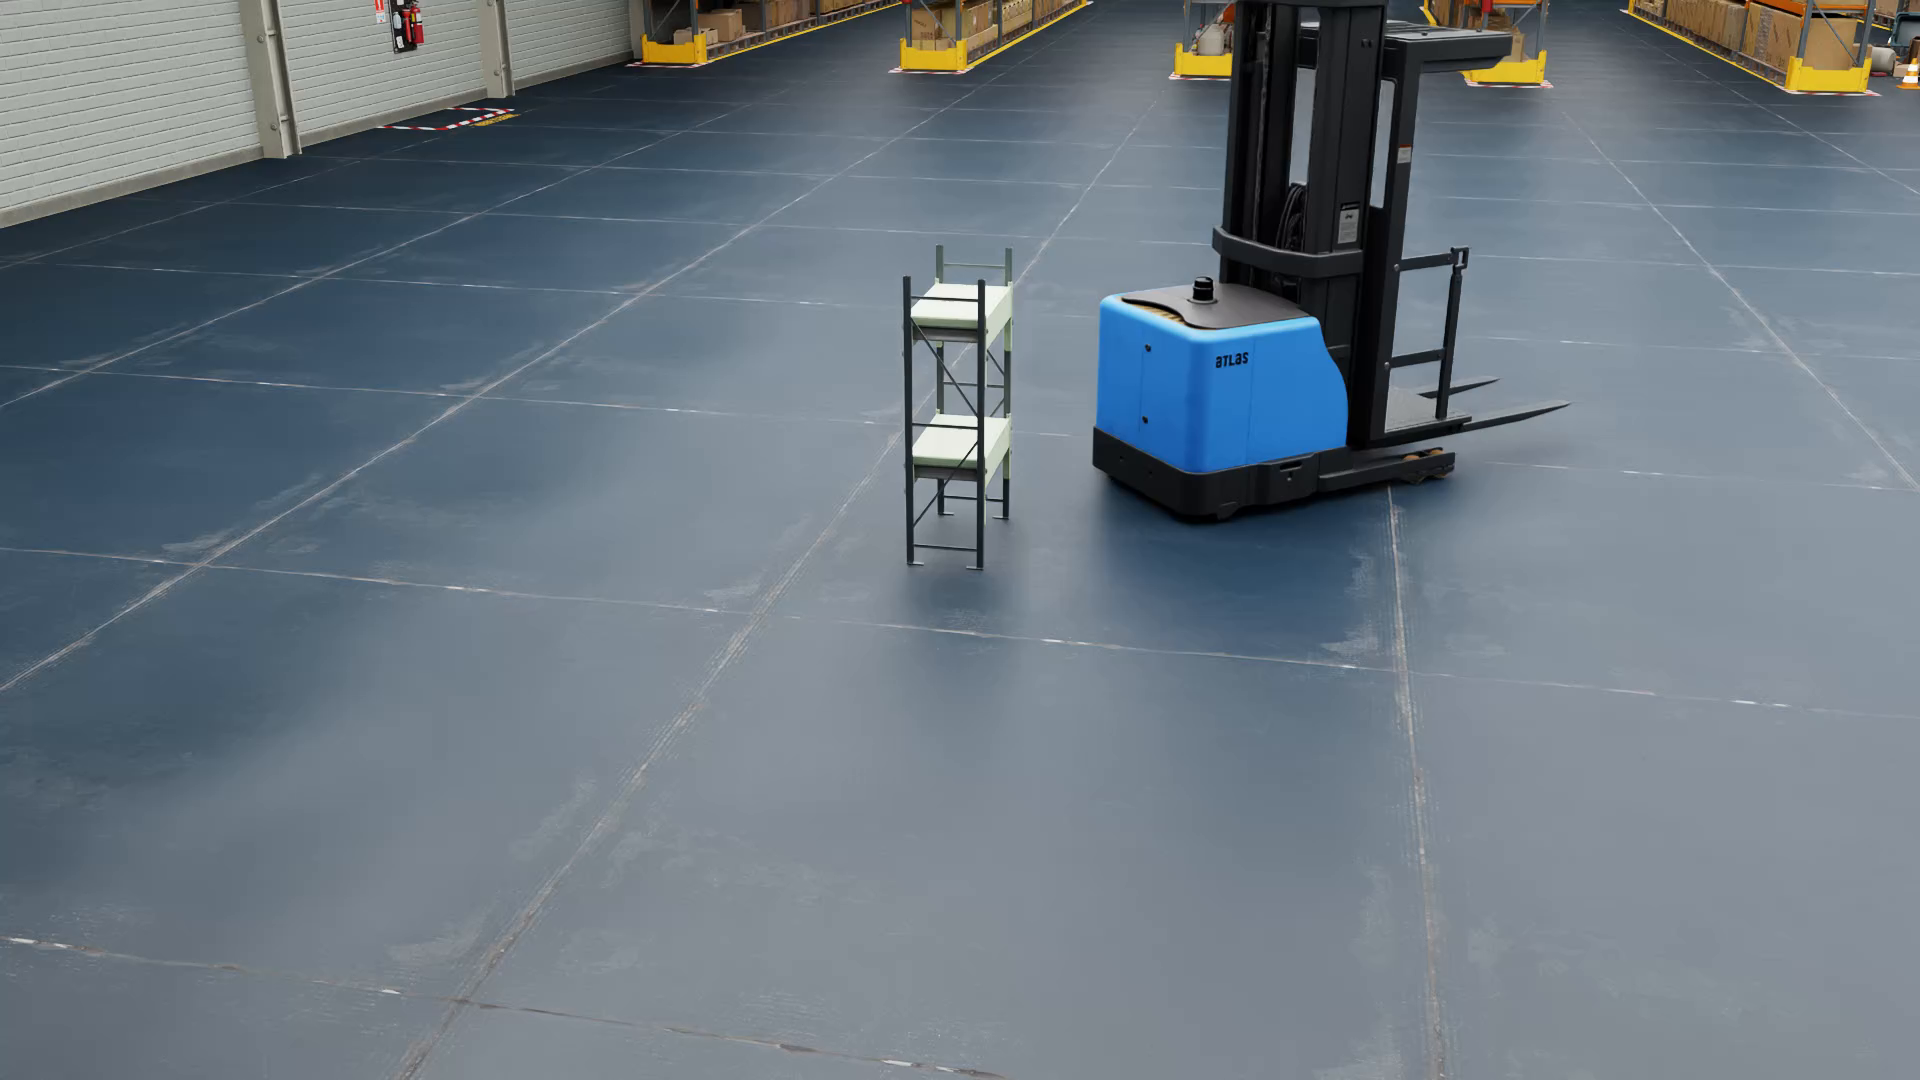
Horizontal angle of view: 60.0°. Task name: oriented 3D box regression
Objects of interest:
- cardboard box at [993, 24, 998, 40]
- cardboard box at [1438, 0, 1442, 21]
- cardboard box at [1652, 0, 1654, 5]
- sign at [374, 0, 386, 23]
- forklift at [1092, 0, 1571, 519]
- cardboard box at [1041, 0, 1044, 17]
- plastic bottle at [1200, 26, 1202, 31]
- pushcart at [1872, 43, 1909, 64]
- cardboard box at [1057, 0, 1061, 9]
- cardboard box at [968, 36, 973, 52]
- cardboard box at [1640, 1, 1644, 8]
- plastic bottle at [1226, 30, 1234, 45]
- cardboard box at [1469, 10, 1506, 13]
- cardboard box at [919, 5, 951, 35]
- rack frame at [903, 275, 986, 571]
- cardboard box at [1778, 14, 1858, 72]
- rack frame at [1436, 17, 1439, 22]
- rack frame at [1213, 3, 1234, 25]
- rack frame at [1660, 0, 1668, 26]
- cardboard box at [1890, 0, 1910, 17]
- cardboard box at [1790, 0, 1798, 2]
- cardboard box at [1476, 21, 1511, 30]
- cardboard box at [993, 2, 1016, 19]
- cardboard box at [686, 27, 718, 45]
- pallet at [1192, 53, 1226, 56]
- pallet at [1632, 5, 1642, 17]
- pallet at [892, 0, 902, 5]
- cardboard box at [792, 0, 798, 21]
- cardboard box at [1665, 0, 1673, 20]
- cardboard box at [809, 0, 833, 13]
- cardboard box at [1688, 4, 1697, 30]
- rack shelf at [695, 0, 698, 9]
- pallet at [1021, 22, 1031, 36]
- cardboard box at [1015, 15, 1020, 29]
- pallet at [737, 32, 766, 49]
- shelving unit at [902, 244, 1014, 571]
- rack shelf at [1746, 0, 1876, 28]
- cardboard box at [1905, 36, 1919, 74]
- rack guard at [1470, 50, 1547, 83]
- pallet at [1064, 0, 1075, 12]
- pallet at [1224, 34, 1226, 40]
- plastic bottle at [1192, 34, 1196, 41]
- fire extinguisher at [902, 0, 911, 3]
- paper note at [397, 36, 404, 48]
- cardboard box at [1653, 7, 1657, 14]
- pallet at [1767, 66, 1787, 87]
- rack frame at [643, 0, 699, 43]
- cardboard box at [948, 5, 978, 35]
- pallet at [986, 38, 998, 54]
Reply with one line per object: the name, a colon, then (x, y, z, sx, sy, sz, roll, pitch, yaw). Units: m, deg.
cardboard box: (0.463, -10.085, 32.998, 0.500, 0.250, 0.500, 4, 22, 11)
cardboard box: (11.208, -11.844, 36.528, 1.225, 0.875, 0.875, 5, 22, 11)
cardboard box: (16.597, -12.731, 39.304, 0.380, 0.149, 0.250, 3, 22, 8)
sign: (-8.006, -7.314, 22.952, 0.001, 0.329, 0.234, 4, 22, 11)
forklift: (2.321, -1.848, 9.519, 3.031, 2.935, 1.130, -11, 25, -26)
cardboard box: (1.634, -12.196, 37.878, 0.500, 0.500, 0.500, 4, 22, 9)
plastic bottle: (4.583, -9.616, 31.671, 0.144, 0.351, 0.185, 4, 22, 9)
pushcart: (17.500, -8.779, 30.147, 1.648, 0.377, 0.936, -3, 22, -8)
cardboard box: (2.156, -13.120, 40.172, 0.500, 0.500, 0.500, 4, 22, 11)
cardboard box: (-0.047, -9.171, 30.728, 0.500, 0.250, 0.500, 4, 22, 11)
cardboard box: (16.728, -12.996, 40.361, 0.380, 0.149, 0.250, 5, 22, 12)
plastic bottle: (5.154, -9.588, 31.702, 0.152, 0.276, 0.135, 4, 22, 11)
cardboard box: (10.417, -10.241, 33.023, 0.700, 0.500, 0.500, 3, 22, 6)
cardboard box: (-0.464, -9.742, 31.142, 0.500, 0.500, 0.500, 4, 22, 11)
rack frame: (-0.076, -0.559, 8.235, 0.400, 1.500, 0.023, 4, 22, 11)
cardboard box: (14.134, -8.180, 27.431, 0.875, 0.875, 0.875, 5, 22, 11)
rack frame: (11.674, -13.521, 38.411, 1.000, 3.000, 0.127, 4, 22, 11)
rack frame: (6.009, -12.436, 35.717, 1.000, 3.000, 0.127, 4, 22, 11)
rack frame: (16.509, -13.106, 37.381, 1.000, 3.000, 0.127, 4, 22, 11)
cardboard box: (21.608, -11.994, 37.486, 0.875, 0.438, 0.875, 4, 22, 10)
cardboard box: (14.182, -9.129, 27.305, 0.875, 0.550, 0.550, 4, 22, 11)
cardboard box: (9.811, -9.277, 30.658, 0.500, 0.500, 0.500, 12, 25, 28)
cardboard box: (0.884, -11.036, 34.608, 0.500, 0.311, 0.500, 4, 22, 9)
cardboard box: (-4.977, -9.677, 31.876, 0.500, 0.311, 0.500, 6, 23, 15)
pallet: (4.517, -8.545, 29.788, 1.003, 0.211, 1.213, 4, 22, 11)
pallet: (17.109, -12.953, 40.734, 1.003, 0.211, 1.213, 4, 22, 11)
pallet: (-2.144, -14.525, 44.636, 1.003, 0.211, 1.213, 4, 22, 11)
cardboard box: (-4.005, -11.789, 36.867, 0.700, 0.500, 0.500, 4, 22, 11)
cardboard box: (16.098, -11.891, 37.149, 0.500, 0.500, 0.500, 5, 23, 13)
cardboard box: (-3.411, -12.648, 38.558, 0.750, 0.750, 0.750, 4, 22, 10)
cardboard box: (15.571, -10.939, 34.784, 0.500, 0.500, 0.500, 4, 22, 11)
rack shelf: (-4.914, -10.663, 32.278, 1.077, 0.370, 4.000, 4, 22, 11)
pallet: (0.954, -11.223, 36.438, 1.003, 0.211, 1.213, 4, 22, 11)
cardboard box: (0.982, -10.962, 35.176, 0.500, 0.250, 0.500, 5, 22, 12)
pallet: (-4.609, -10.186, 33.864, 1.003, 0.211, 1.213, 4, 22, 11)
shelving unit: (-0.001, -0.693, 8.567, 0.431, 1.500, 0.755, 4, 22, 11)
rack shelf: (14.468, -9.115, 28.434, 1.077, 0.370, 4.000, 4, 22, 11)
cardboard box: (16.989, -8.460, 29.005, 0.797, 0.637, 0.503, 4, 22, 11)
rack guard: (9.240, -8.001, 28.050, 1.175, 0.500, 0.348, 4, 22, 11)
pallet: (2.364, -13.683, 42.546, 1.003, 0.211, 1.213, 4, 22, 11)
pallet: (5.315, -9.970, 33.326, 1.003, 0.211, 1.213, 4, 22, 11)
plastic bottle: (4.328, -9.203, 30.737, 0.061, 0.283, 0.133, 5, 22, 12)
fire extinguisher: (-0.951, -9.845, 29.388, 0.296, 0.674, 0.183, 4, 22, 11)
paper note: (-7.896, -7.024, 23.458, 0.016, 0.148, 0.142, 4, 22, 11)
cardboard box: (16.381, -12.338, 38.728, 0.380, 0.149, 0.250, 4, 22, 9)
pallet: (14.147, -7.722, 27.746, 1.003, 0.211, 1.213, 4, 22, 11)
rack frame: (-5.322, -10.265, 30.327, 1.000, 3.000, 0.127, 4, 22, 11)
cardboard box: (0.045, -9.702, 31.044, 0.500, 0.500, 0.500, 4, 22, 11)
pallet: (0.141, -9.771, 32.832, 1.003, 0.211, 1.213, 4, 22, 11)
